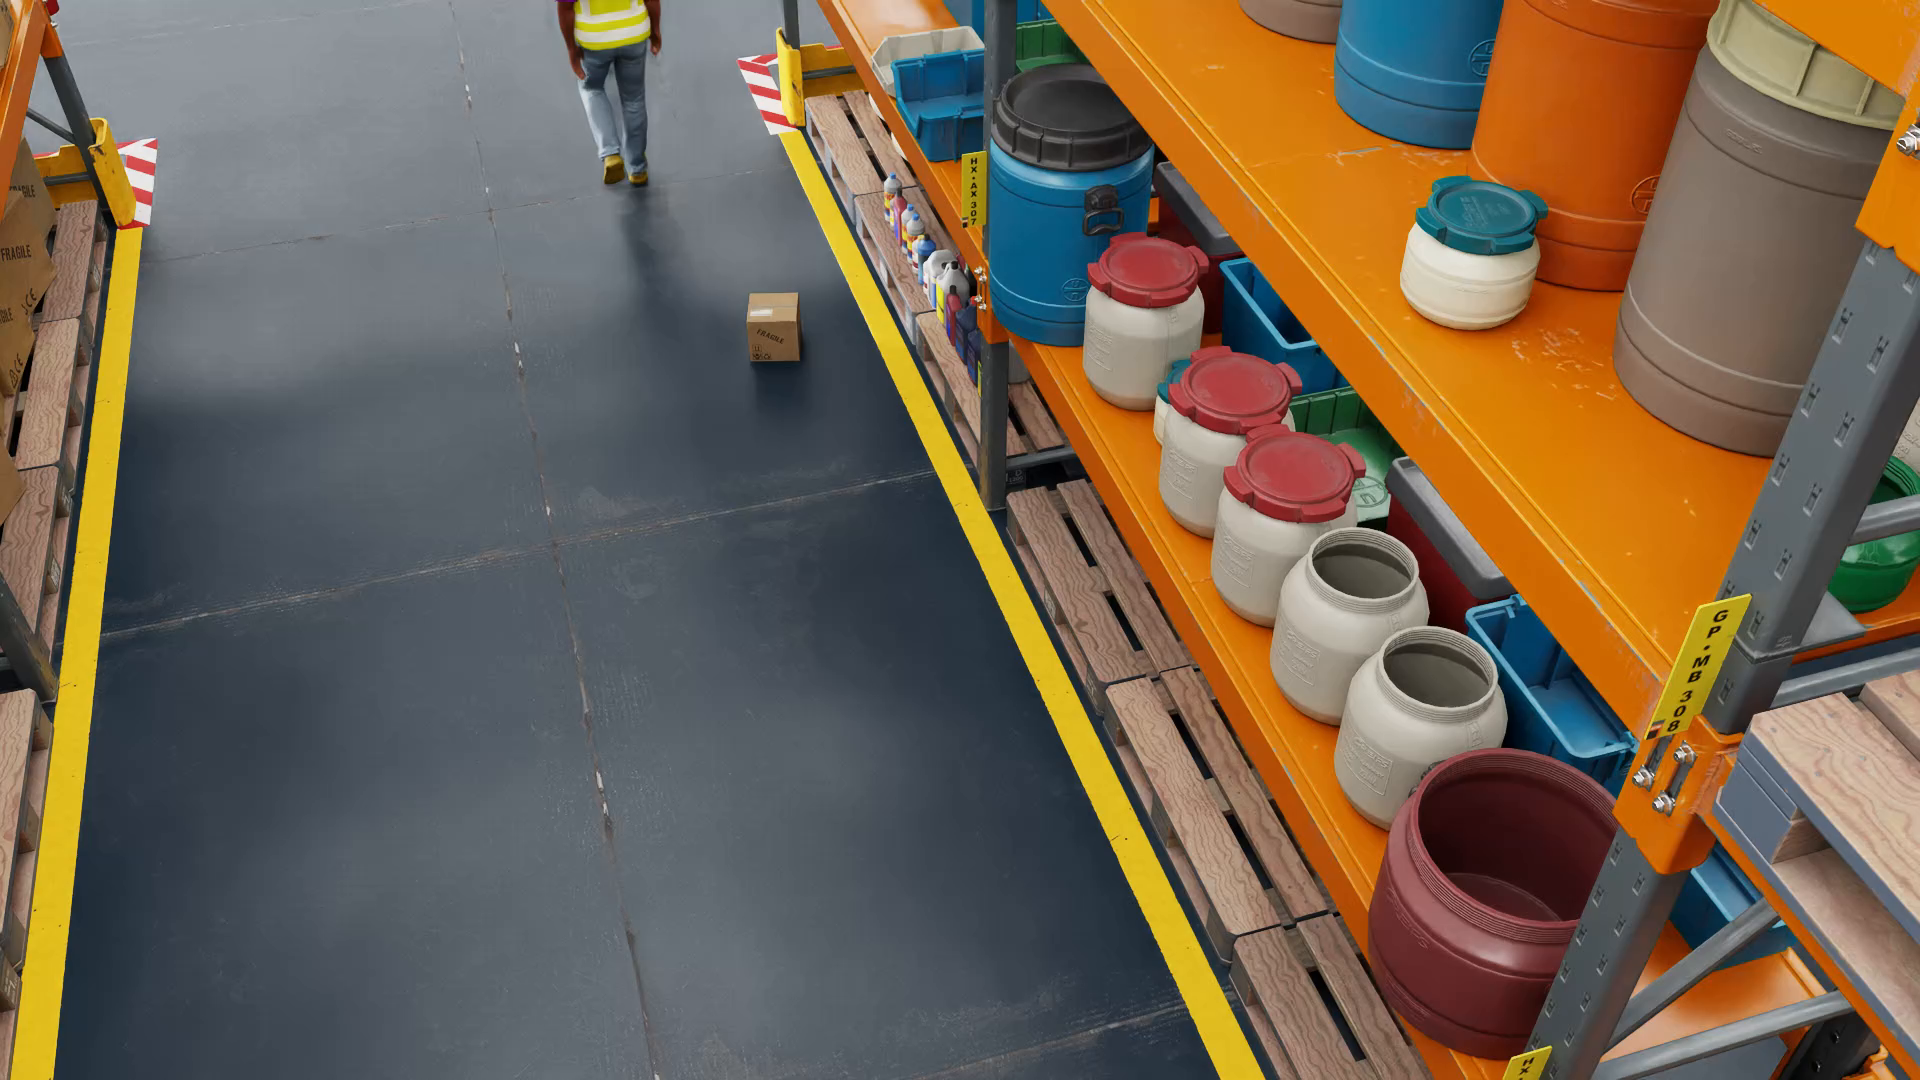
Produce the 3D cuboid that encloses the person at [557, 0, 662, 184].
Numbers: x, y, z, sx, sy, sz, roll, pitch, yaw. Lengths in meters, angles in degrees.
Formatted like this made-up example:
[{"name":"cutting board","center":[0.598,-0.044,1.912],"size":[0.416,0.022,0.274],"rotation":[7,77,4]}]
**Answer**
[{"name":"person","center":[-1.926,-2.795,9.218],"size":[0.565,1.765,0.471],"rotation":[-12,43,-13]}]
